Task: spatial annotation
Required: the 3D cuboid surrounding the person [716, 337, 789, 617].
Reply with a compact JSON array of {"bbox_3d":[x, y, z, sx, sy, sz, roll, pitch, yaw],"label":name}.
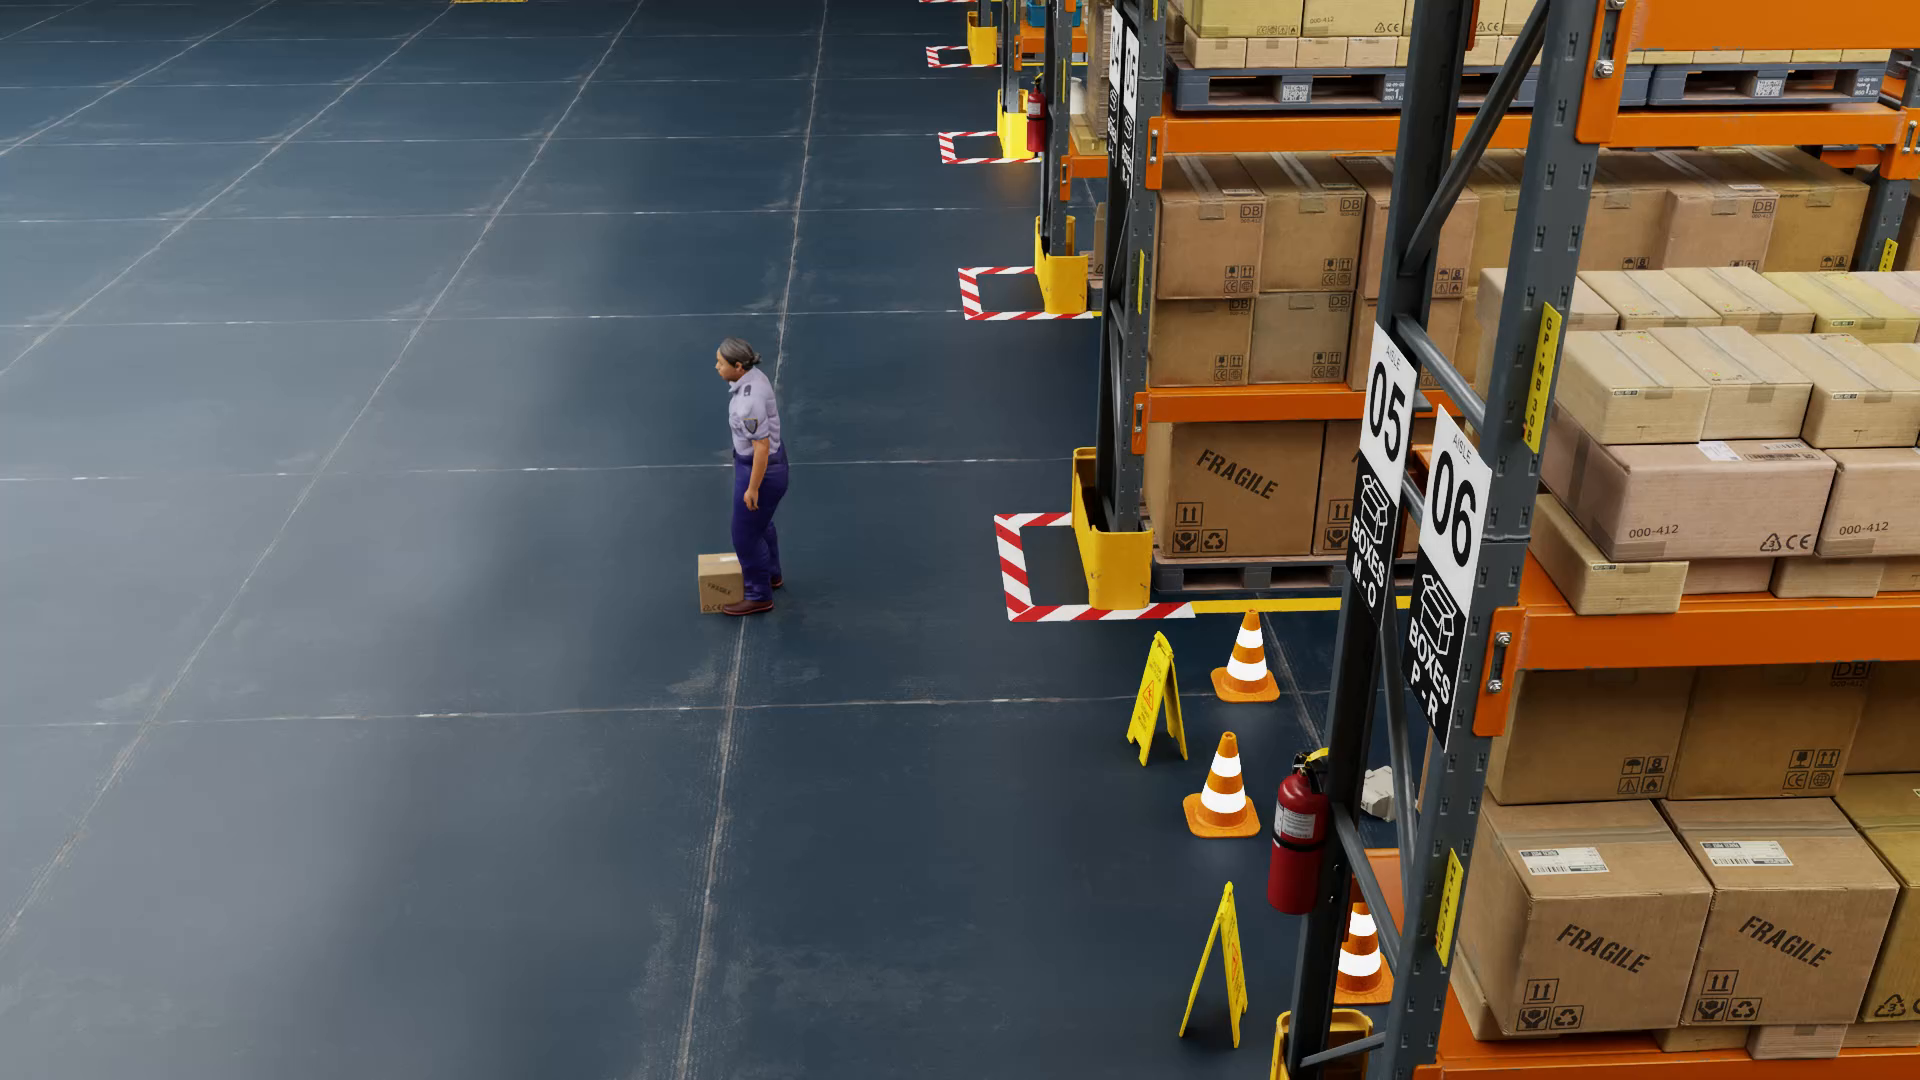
[{"bbox_3d":[-1.177,-0.378,9.348,0.425,1.650,0.551,-3,28,-5],"label":"person"}]
